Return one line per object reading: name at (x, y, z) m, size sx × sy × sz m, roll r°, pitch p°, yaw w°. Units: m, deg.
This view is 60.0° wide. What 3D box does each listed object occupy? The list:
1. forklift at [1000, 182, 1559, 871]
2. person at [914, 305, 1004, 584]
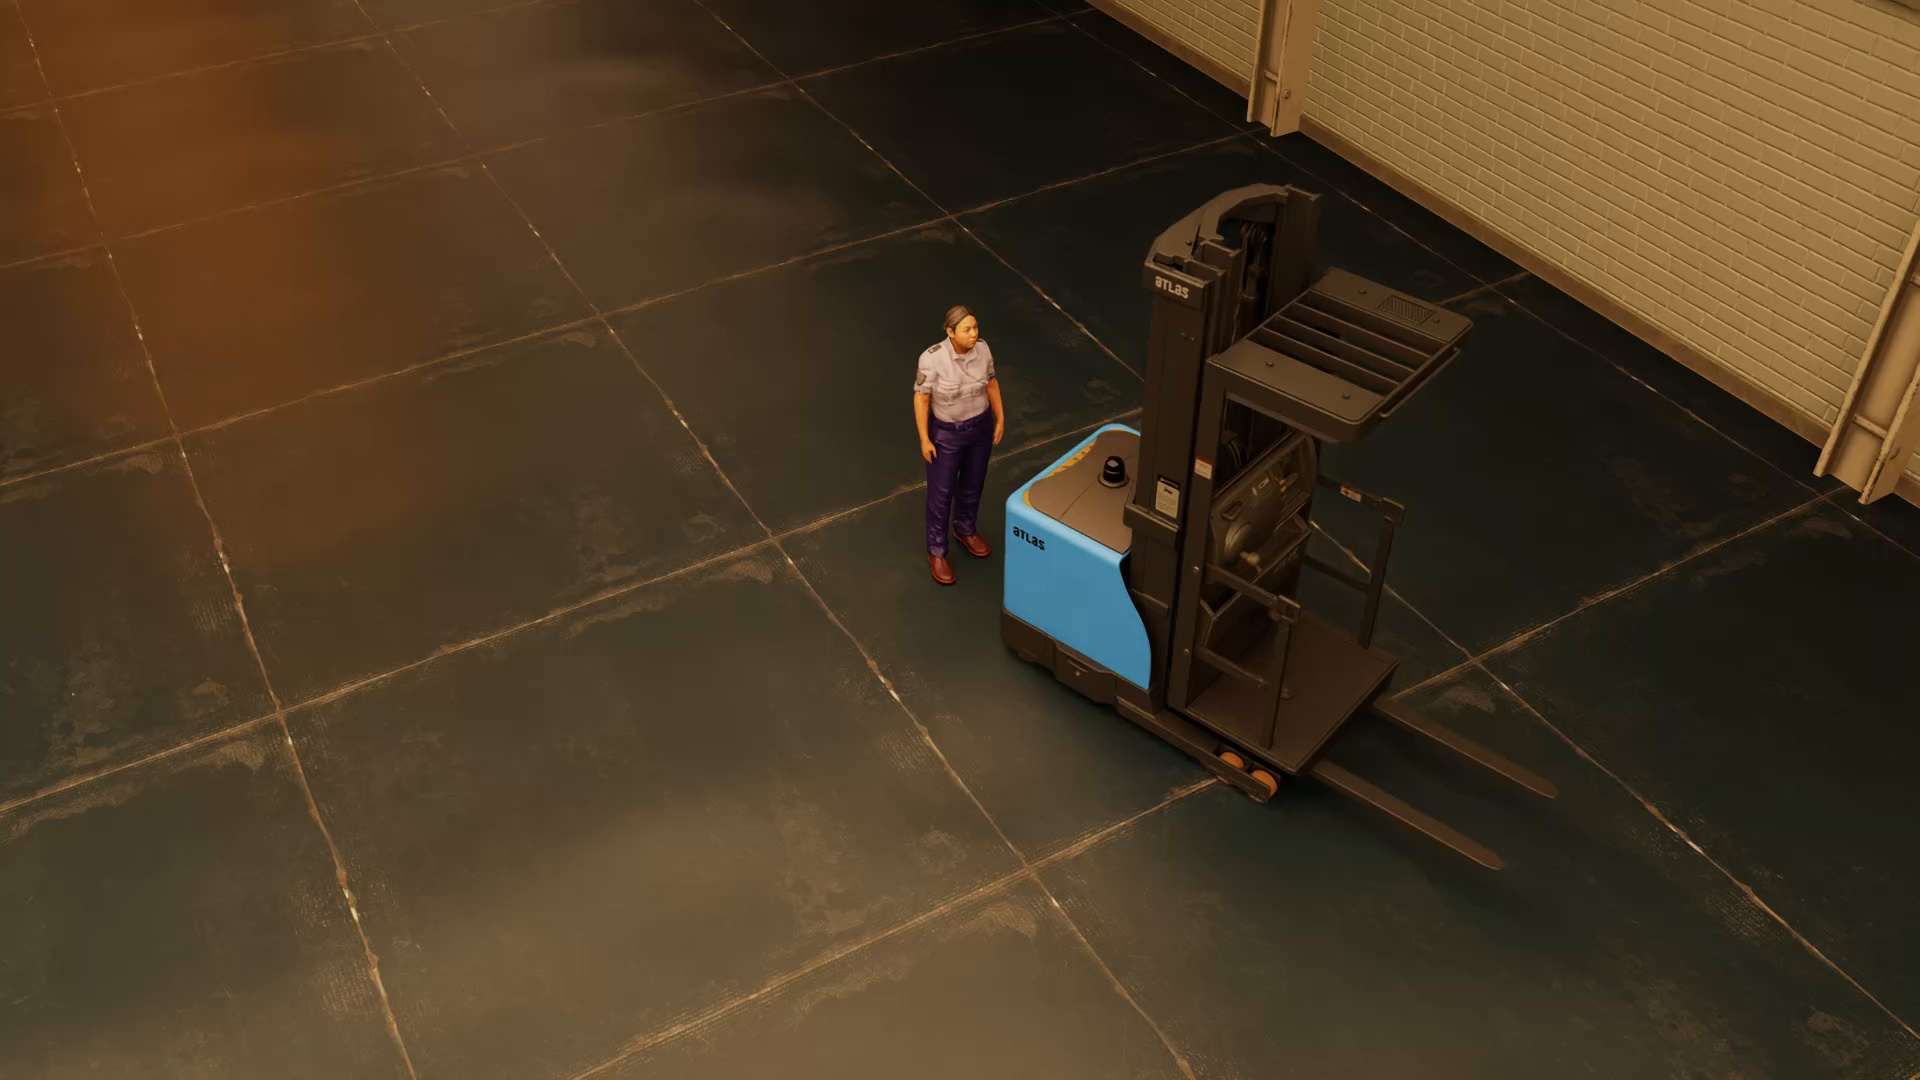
forklift at (1.679, -0.145, 8.211) m, size 3.031 × 2.935 × 1.130 m, roll 29°, pitch 48°, yaw 30°
person at (0.029, -0.578, 9.733) m, size 0.598 × 1.653 × 0.499 m, roll -20°, pitch 44°, yaw -22°
